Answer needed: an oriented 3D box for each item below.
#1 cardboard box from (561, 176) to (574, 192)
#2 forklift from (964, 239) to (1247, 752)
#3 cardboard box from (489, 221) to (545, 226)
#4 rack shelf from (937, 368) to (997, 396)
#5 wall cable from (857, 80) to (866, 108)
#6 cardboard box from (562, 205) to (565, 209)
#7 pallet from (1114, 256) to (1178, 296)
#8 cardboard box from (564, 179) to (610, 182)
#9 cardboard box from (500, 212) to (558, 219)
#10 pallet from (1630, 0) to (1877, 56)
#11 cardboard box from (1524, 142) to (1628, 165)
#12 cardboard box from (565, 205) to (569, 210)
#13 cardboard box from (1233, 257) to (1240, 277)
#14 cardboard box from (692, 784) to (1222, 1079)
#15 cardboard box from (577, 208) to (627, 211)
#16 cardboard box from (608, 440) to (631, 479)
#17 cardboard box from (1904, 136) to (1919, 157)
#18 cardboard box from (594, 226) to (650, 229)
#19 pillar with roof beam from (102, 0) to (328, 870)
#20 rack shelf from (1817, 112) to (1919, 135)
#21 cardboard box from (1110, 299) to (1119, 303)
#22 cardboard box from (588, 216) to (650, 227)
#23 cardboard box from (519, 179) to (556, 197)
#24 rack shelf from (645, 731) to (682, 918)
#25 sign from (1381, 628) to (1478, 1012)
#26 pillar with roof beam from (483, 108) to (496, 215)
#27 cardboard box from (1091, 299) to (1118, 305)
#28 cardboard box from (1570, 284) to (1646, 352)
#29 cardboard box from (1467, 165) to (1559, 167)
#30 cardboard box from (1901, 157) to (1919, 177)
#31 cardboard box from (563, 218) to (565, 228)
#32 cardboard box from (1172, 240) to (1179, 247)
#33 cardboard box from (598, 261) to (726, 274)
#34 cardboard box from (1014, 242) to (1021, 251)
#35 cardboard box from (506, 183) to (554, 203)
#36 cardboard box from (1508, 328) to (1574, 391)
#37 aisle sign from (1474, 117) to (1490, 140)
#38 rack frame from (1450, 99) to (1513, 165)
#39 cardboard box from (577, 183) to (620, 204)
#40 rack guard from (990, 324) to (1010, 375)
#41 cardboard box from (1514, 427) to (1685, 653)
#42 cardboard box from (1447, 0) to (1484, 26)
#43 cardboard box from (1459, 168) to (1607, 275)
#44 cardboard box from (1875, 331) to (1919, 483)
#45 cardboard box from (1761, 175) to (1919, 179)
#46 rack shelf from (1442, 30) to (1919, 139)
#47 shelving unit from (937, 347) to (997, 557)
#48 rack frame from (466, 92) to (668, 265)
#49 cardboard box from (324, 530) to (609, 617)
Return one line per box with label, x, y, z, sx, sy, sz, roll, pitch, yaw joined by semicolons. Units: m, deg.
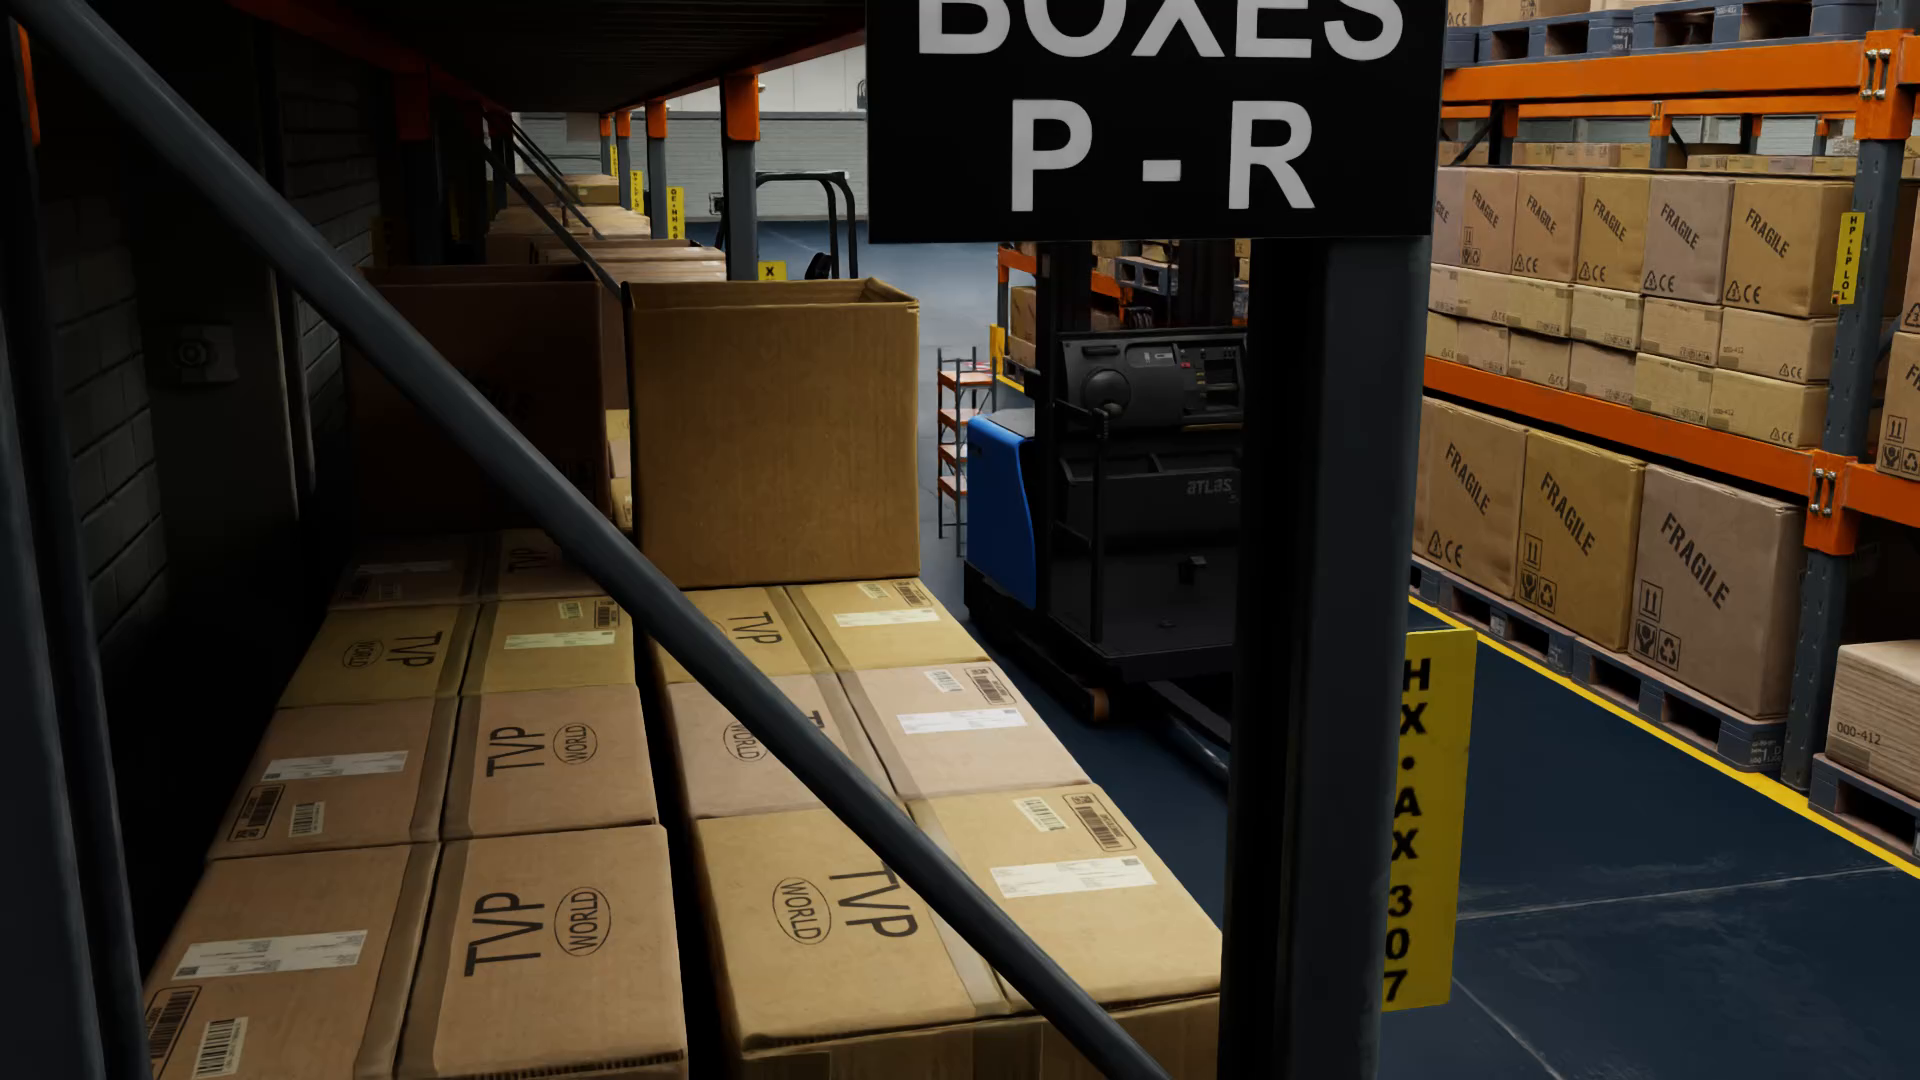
cardboard box;-3.475;-3.271;15.293;0.380;0.149;0.250;-3;14;-13
forklift;0.968;-0.734;7.255;1.130;2.935;3.031;-5;14;-18
cardboard box;-2.743;-1.879;10.221;0.380;0.149;0.250;-4;14;-14
rack shelf;0.039;-0.926;10.035;0.258;0.148;0.480;-3;14;-13
wall cable;-1.859;-15.565;48.009;2.305;6.003;0.169;-3;14;-13
cardboard box;-3.555;-2.959;16.009;0.500;0.500;0.500;-4;14;-14
pallet;1.875;-2.087;13.053;1.003;0.211;1.213;-3;14;-13
cardboard box;-3.153;-2.978;14.092;0.380;0.149;0.250;-3;14;-13
cardboard box;-2.963;-2.177;11.441;0.380;0.149;0.250;-3;14;-14
pallet;3.453;-2.092;6.752;0.805;0.209;1.217;-4;14;-15
cardboard box;6.204;-3.723;16.752;0.875;0.550;0.500;-3;14;-13
cardboard box;-3.276;-2.952;14.611;0.380;0.149;0.250;-3;14;-14
cardboard box;2.030;-1.939;11.689;0.380;0.149;0.250;-4;14;-15
cardboard box;-0.013;0.490;1.790;0.500;0.250;0.500;-3;14;-13
cardboard box;-2.612;-2.326;12.048;0.380;0.149;0.250;-3;14;-14
cardboard box;-0.619;-0.094;4.182;0.500;0.250;0.500;-3;14;-13
cardboard box;10.624;-4.145;18.130;0.500;0.500;0.500;-3;14;-13
cardboard box;-1.985;-1.737;9.640;0.380;0.149;0.250;-3;14;-12
pillar with roof beam;2.364;-3.185;4.502;9.100;9.000;0.400;-3;14;-13
rack shelf;11.000;-4.486;17.664;1.077;0.370;4.000;-3;14;-13
cardboard box;1.704;-1.991;15.584;0.500;0.500;0.500;-3;14;-10
cardboard box;-2.224;-2.034;10.856;0.380;0.149;0.250;-4;14;-15
cardboard box;-3.654;-3.009;14.220;0.380;0.149;0.250;-3;14;-12
rack shelf;-0.638;0.569;3.292;1.077;0.370;4.000;-3;14;-13
sign;0.359;0.231;1.339;0.100;0.325;0.005;-3;14;-13
pillar with roof beam;-1.863;-7.337;21.498;9.100;9.000;0.400;-3;14;-13
cardboard box;1.195;-1.953;15.431;0.500;0.500;0.500;-3;14;-10
cardboard box;3.124;-1.011;7.508;0.500;0.250;0.500;-3;14;-12
cardboard box;3.152;-1.871;9.449;0.500;0.500;0.500;-4;14;-15
cardboard box;7.226;-2.614;12.489;0.700;0.500;0.500;-4;14;-14
cardboard box;-2.976;-2.372;13.603;0.500;0.500;0.500;-3;14;-12
cardboard box;1.890;-2.407;12.237;0.500;0.500;0.500;-3;14;-14
cardboard box;-1.126;-0.737;6.030;0.700;0.500;0.500;-3;14;-13
cardboard box;0.776;-3.075;17.224;0.380;0.149;0.250;-3;14;-13
cardboard box;-3.374;-2.712;13.004;0.380;0.149;0.250;-4;14;-15
cardboard box;3.022;-0.889;8.063;0.500;0.250;0.500;-3;14;-13
aisle sign;5.961;-4.882;18.613;0.394;0.787;0.004;-3;14;-13
rack frame;2.777;-1.442;10.008;1.000;3.000;0.127;-3;14;-13
cardboard box;-2.773;-2.685;12.893;0.380;0.149;0.250;-3;14;-12
rack guard;0.916;-2.055;17.787;1.175;0.500;0.348;-3;14;-13
cardboard box;3.273;-0.037;7.851;0.875;0.875;0.875;-3;14;-12
cardboard box;3.012;-3.074;9.268;0.797;0.503;0.637;-4;14;-17
cardboard box;2.887;-1.614;8.397;0.500;0.500;0.500;-3;14;-12
cardboard box;3.572;-0.445;5.716;0.500;0.500;0.500;-3;14;-11
cardboard box;3.746;-1.287;7.055;0.500;0.500;0.500;-3;14;-14
rack shelf;3.246;-2.088;7.849;1.077;0.370;4.000;-3;14;-13
shelving unit;0.039;-0.545;10.128;0.258;1.200;0.503;-3;14;-13
rack frame;-2.047;-1.164;8.872;1.000;3.000;0.127;-3;14;-13
cardboard box;-0.889;0.164;3.124;0.500;0.250;0.500;-3;14;-13
